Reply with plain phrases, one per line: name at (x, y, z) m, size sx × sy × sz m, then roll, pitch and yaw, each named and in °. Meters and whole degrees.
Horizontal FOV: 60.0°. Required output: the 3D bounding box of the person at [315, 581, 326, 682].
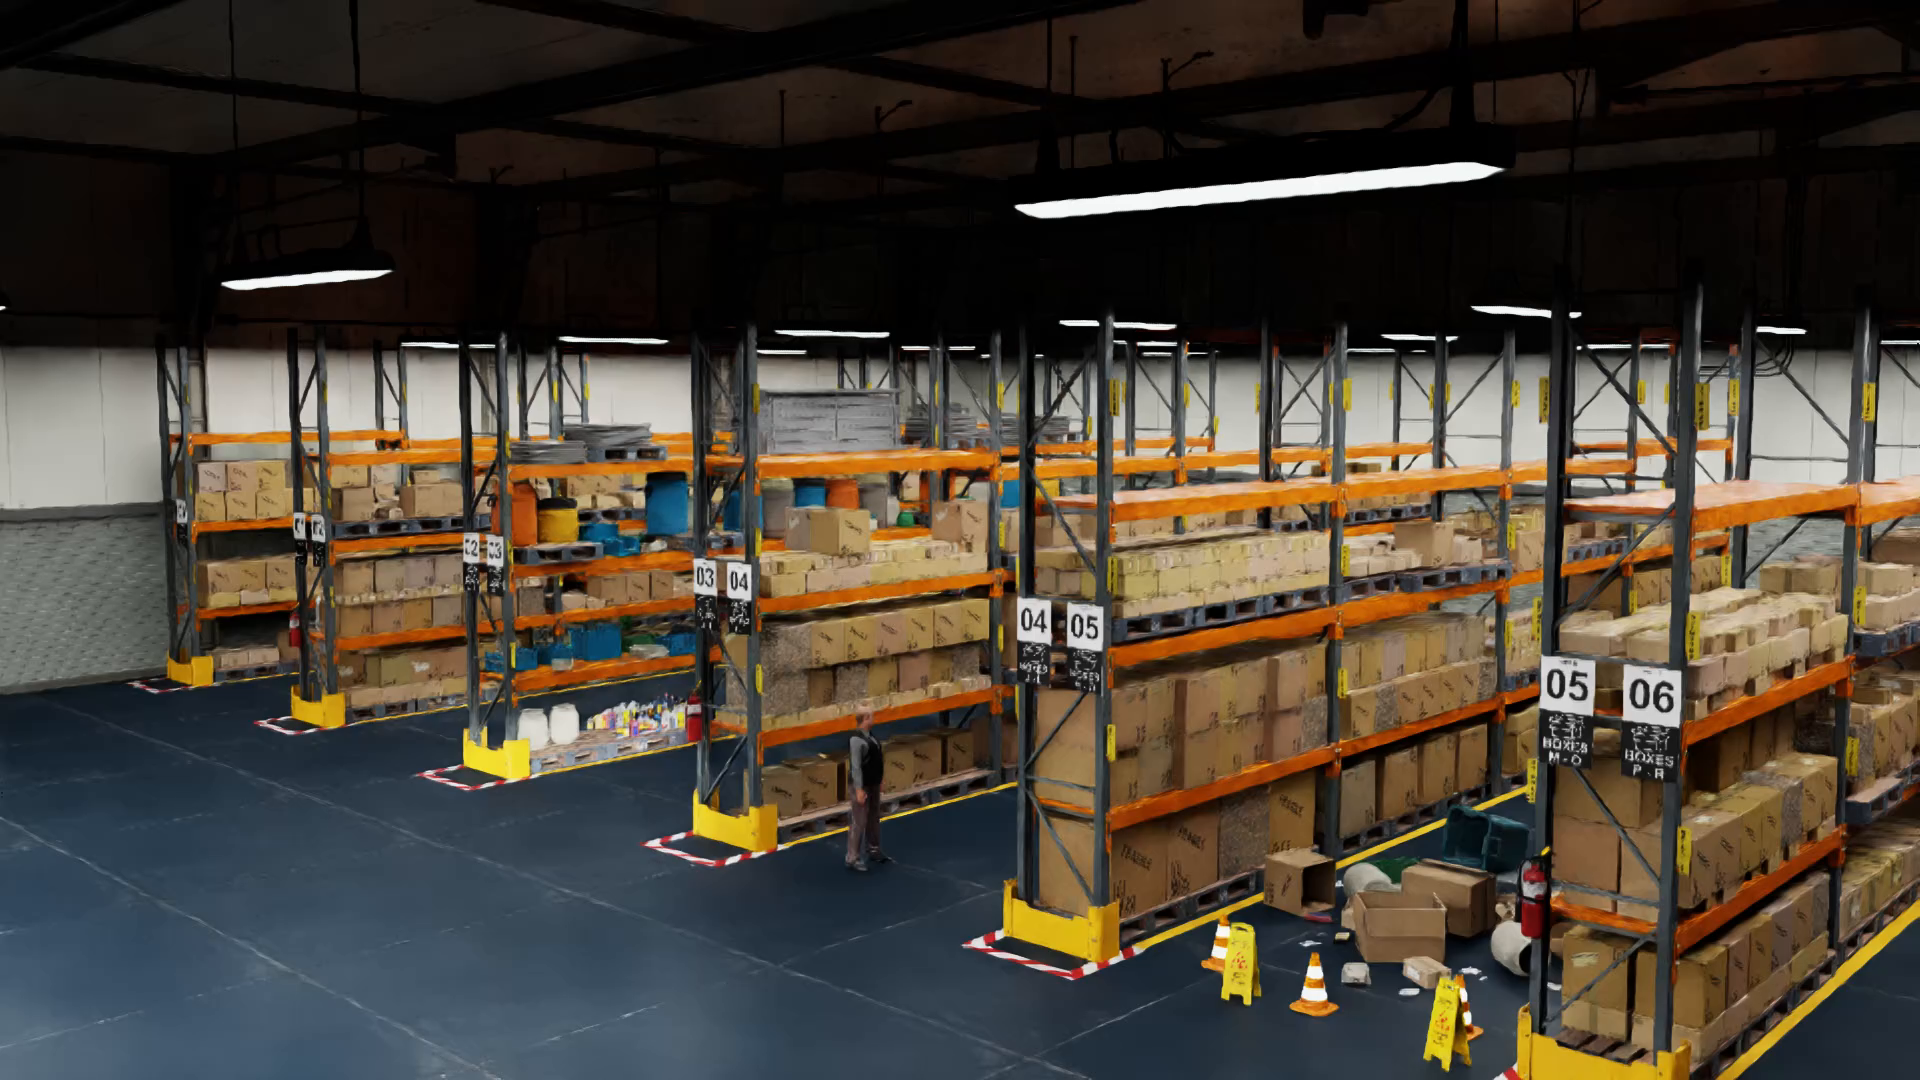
person at (-10.938, 1.549, 28.921) m, size 0.462 × 1.782 × 0.598 m, roll 2°, pitch 6°, yaw 16°

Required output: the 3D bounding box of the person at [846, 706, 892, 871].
person at (-0.978, 2.627, 17.751) m, size 0.454 × 1.726 × 0.581 m, roll 1°, pitch 6°, yaw 15°

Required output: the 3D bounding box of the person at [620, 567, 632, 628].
person at (-6.494, 1.260, 32.077) m, size 0.443 × 1.786 × 0.594 m, roll 1°, pitch 6°, yaw 13°
